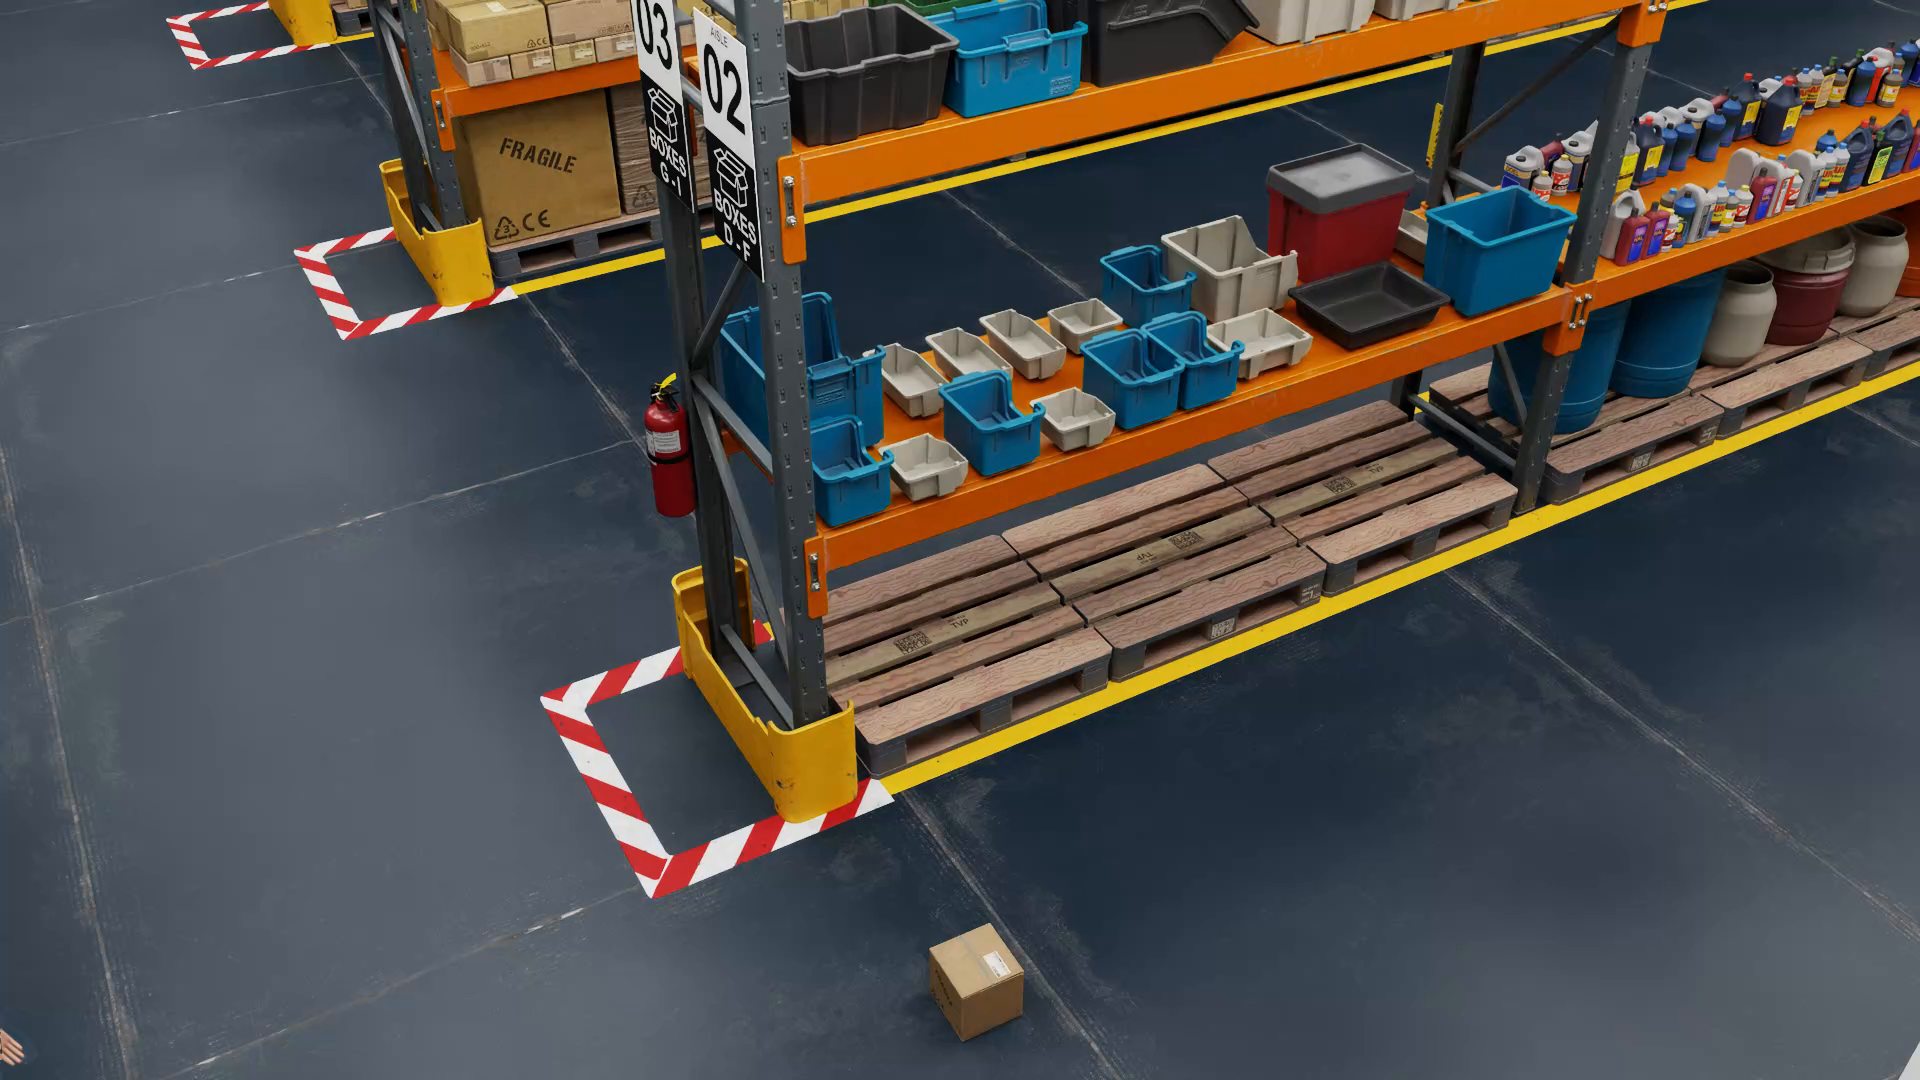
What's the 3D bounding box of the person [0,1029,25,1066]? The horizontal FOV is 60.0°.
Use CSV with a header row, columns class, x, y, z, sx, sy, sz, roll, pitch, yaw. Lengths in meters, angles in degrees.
class,x,y,z,sx,sy,sz,roll,pitch,yaw
person,-2.944,1.588,4.819,0.975,1.628,0.459,-13,39,-17
